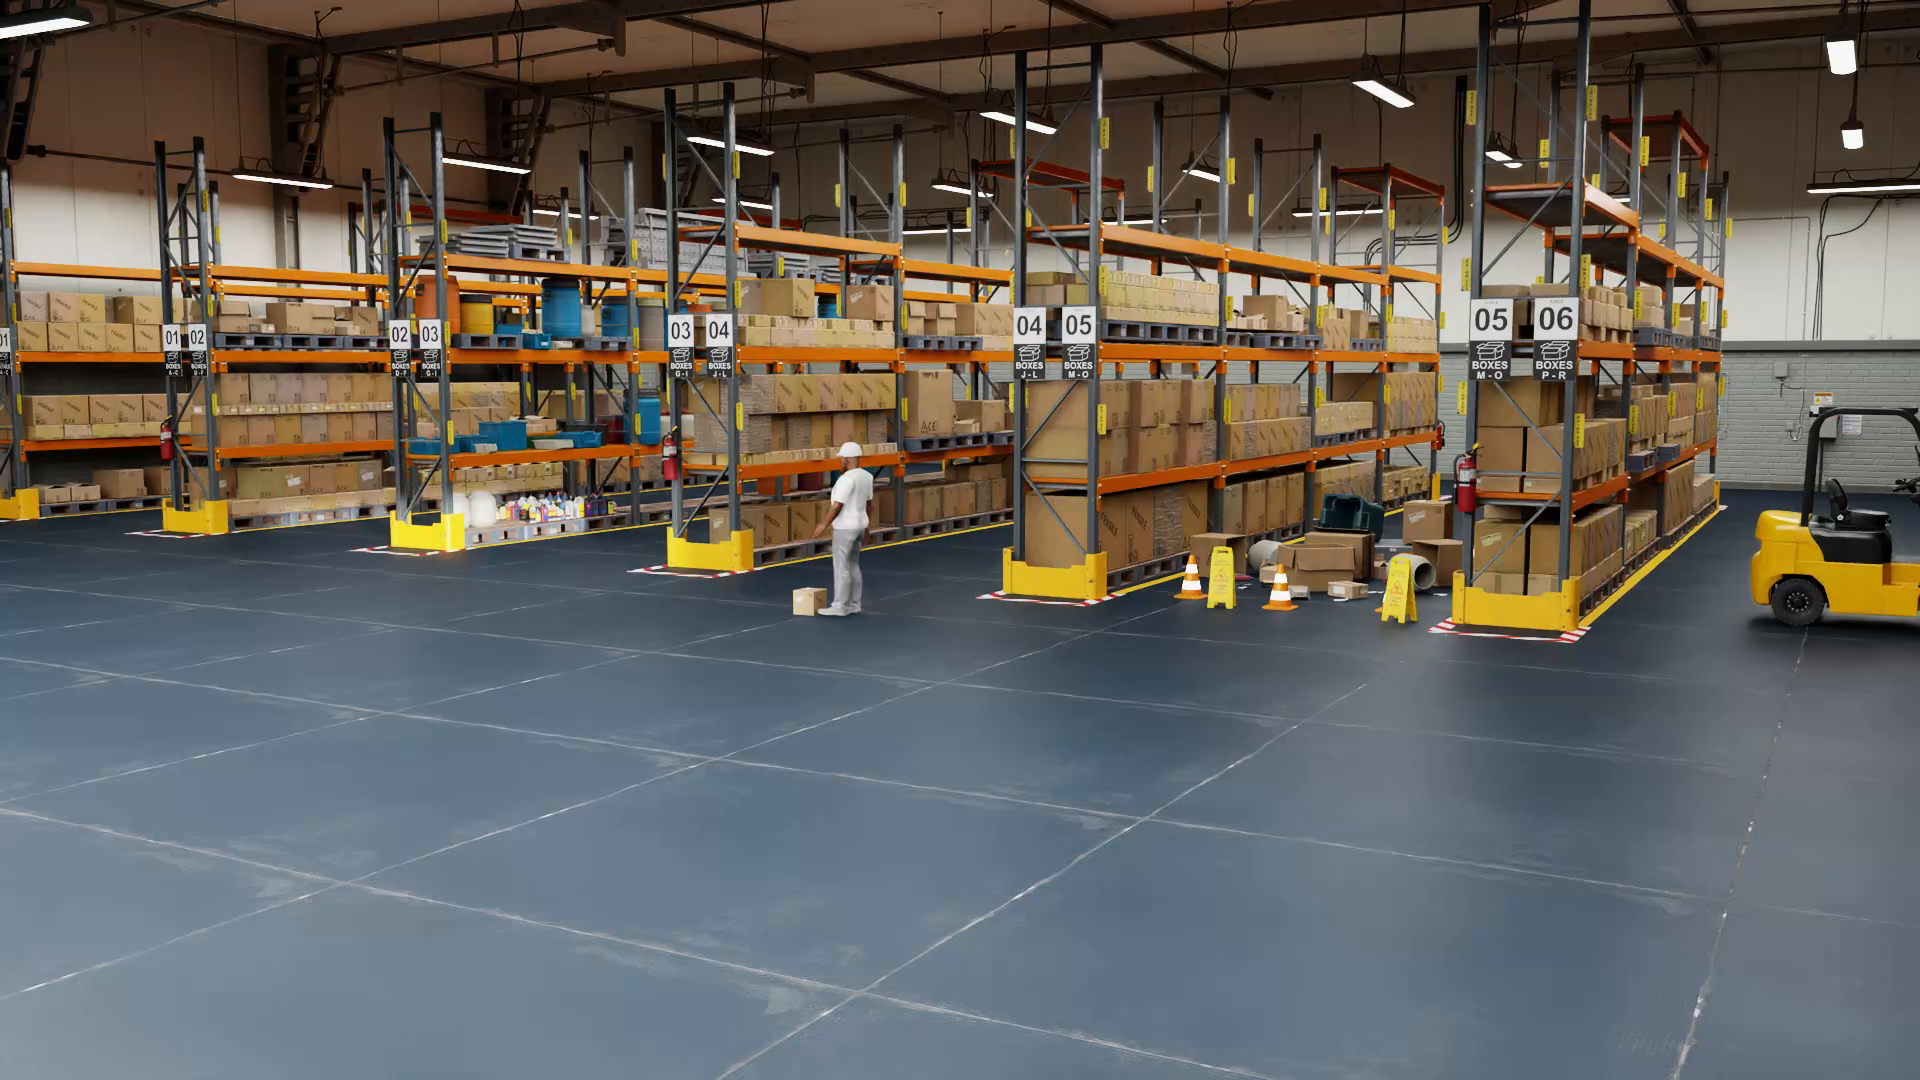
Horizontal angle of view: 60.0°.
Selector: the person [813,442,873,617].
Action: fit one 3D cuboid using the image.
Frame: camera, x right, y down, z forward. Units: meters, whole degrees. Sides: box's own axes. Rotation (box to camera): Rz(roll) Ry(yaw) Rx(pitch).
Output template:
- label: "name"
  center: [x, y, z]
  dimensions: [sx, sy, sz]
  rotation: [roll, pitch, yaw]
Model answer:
- label: "person"
  center: [-1.177, -0.093, 16.924]
  dimensions: [0.491, 1.808, 0.590]
  rotation: [2, 6, 23]
